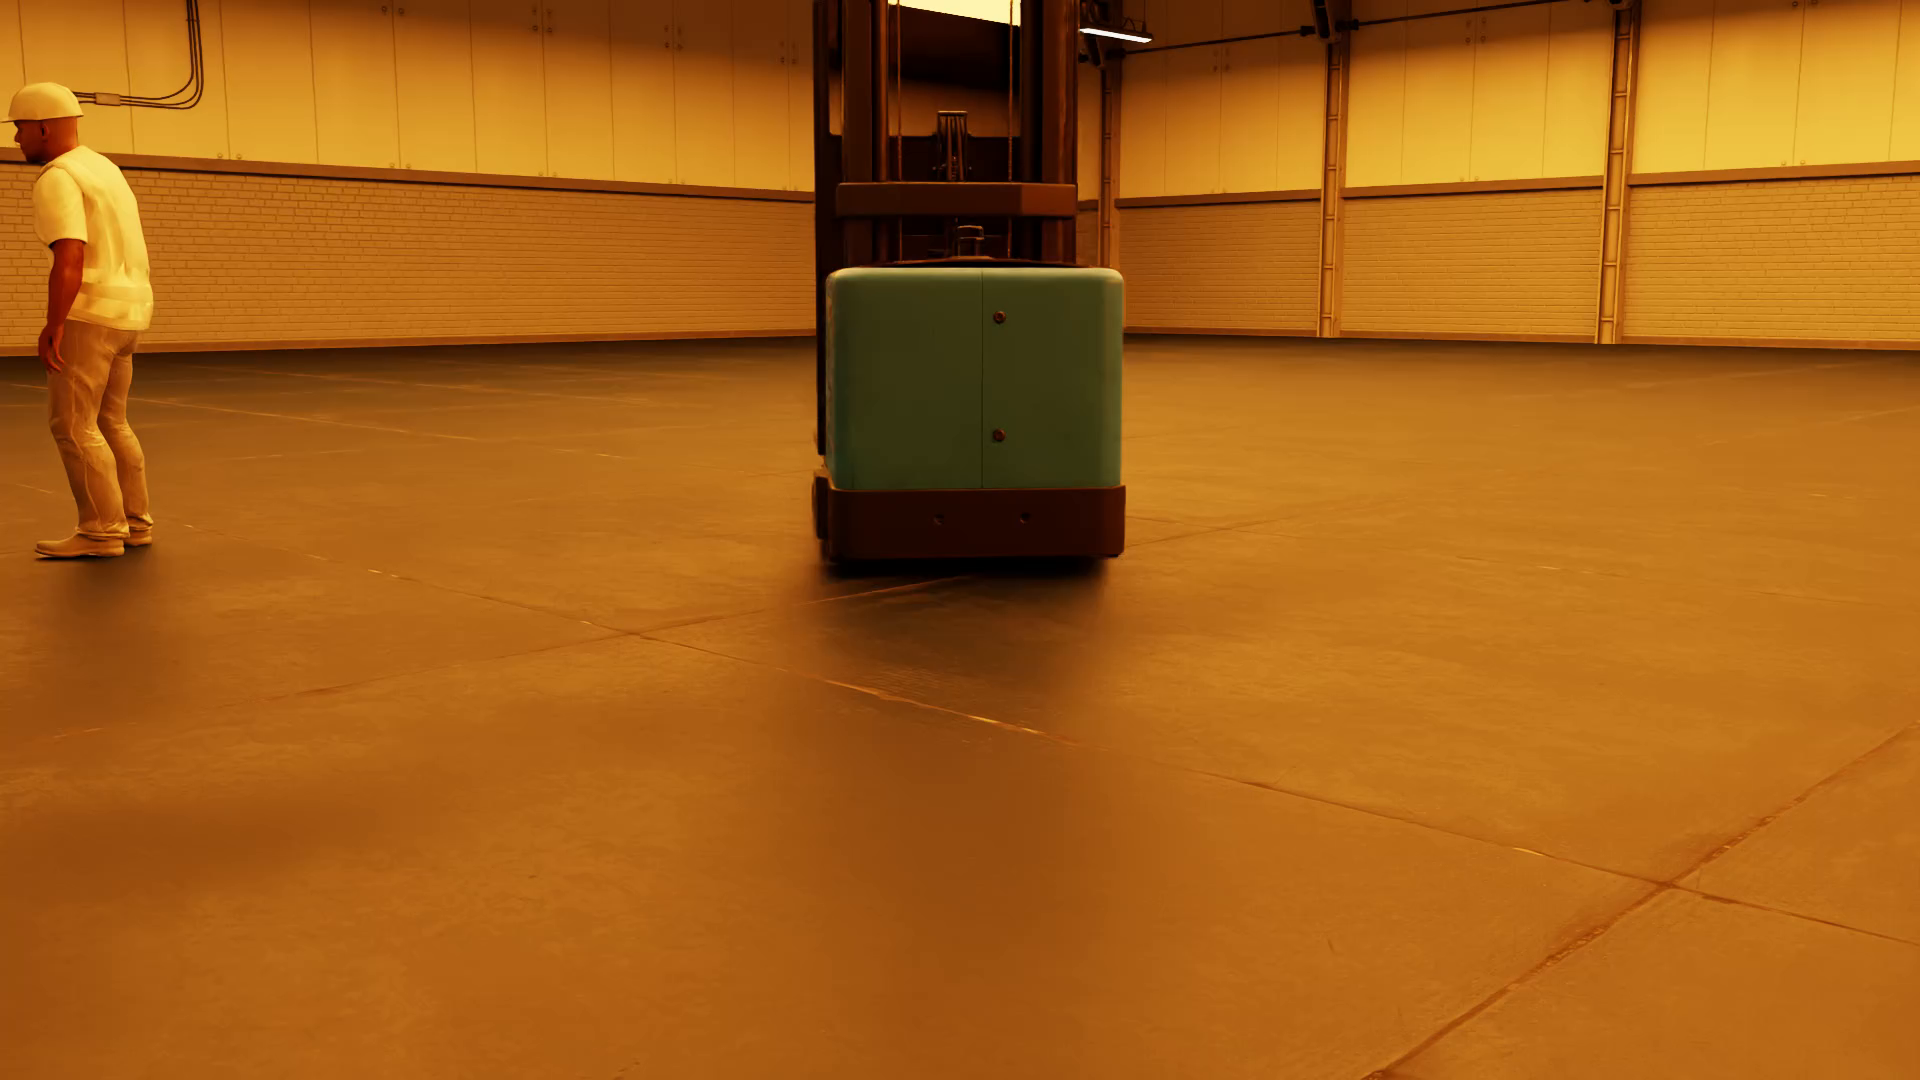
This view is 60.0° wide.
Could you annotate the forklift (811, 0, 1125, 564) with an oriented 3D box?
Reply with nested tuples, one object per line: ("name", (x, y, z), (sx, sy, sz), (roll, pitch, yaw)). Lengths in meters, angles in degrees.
("forklift", (-0.087, -1.541, 7.111), (1.130, 2.935, 3.031), (-1, 9, -6))

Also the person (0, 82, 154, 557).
("person", (-3.316, -0.822, 6.292), (0.461, 1.755, 0.630), (-1, 9, -7))
